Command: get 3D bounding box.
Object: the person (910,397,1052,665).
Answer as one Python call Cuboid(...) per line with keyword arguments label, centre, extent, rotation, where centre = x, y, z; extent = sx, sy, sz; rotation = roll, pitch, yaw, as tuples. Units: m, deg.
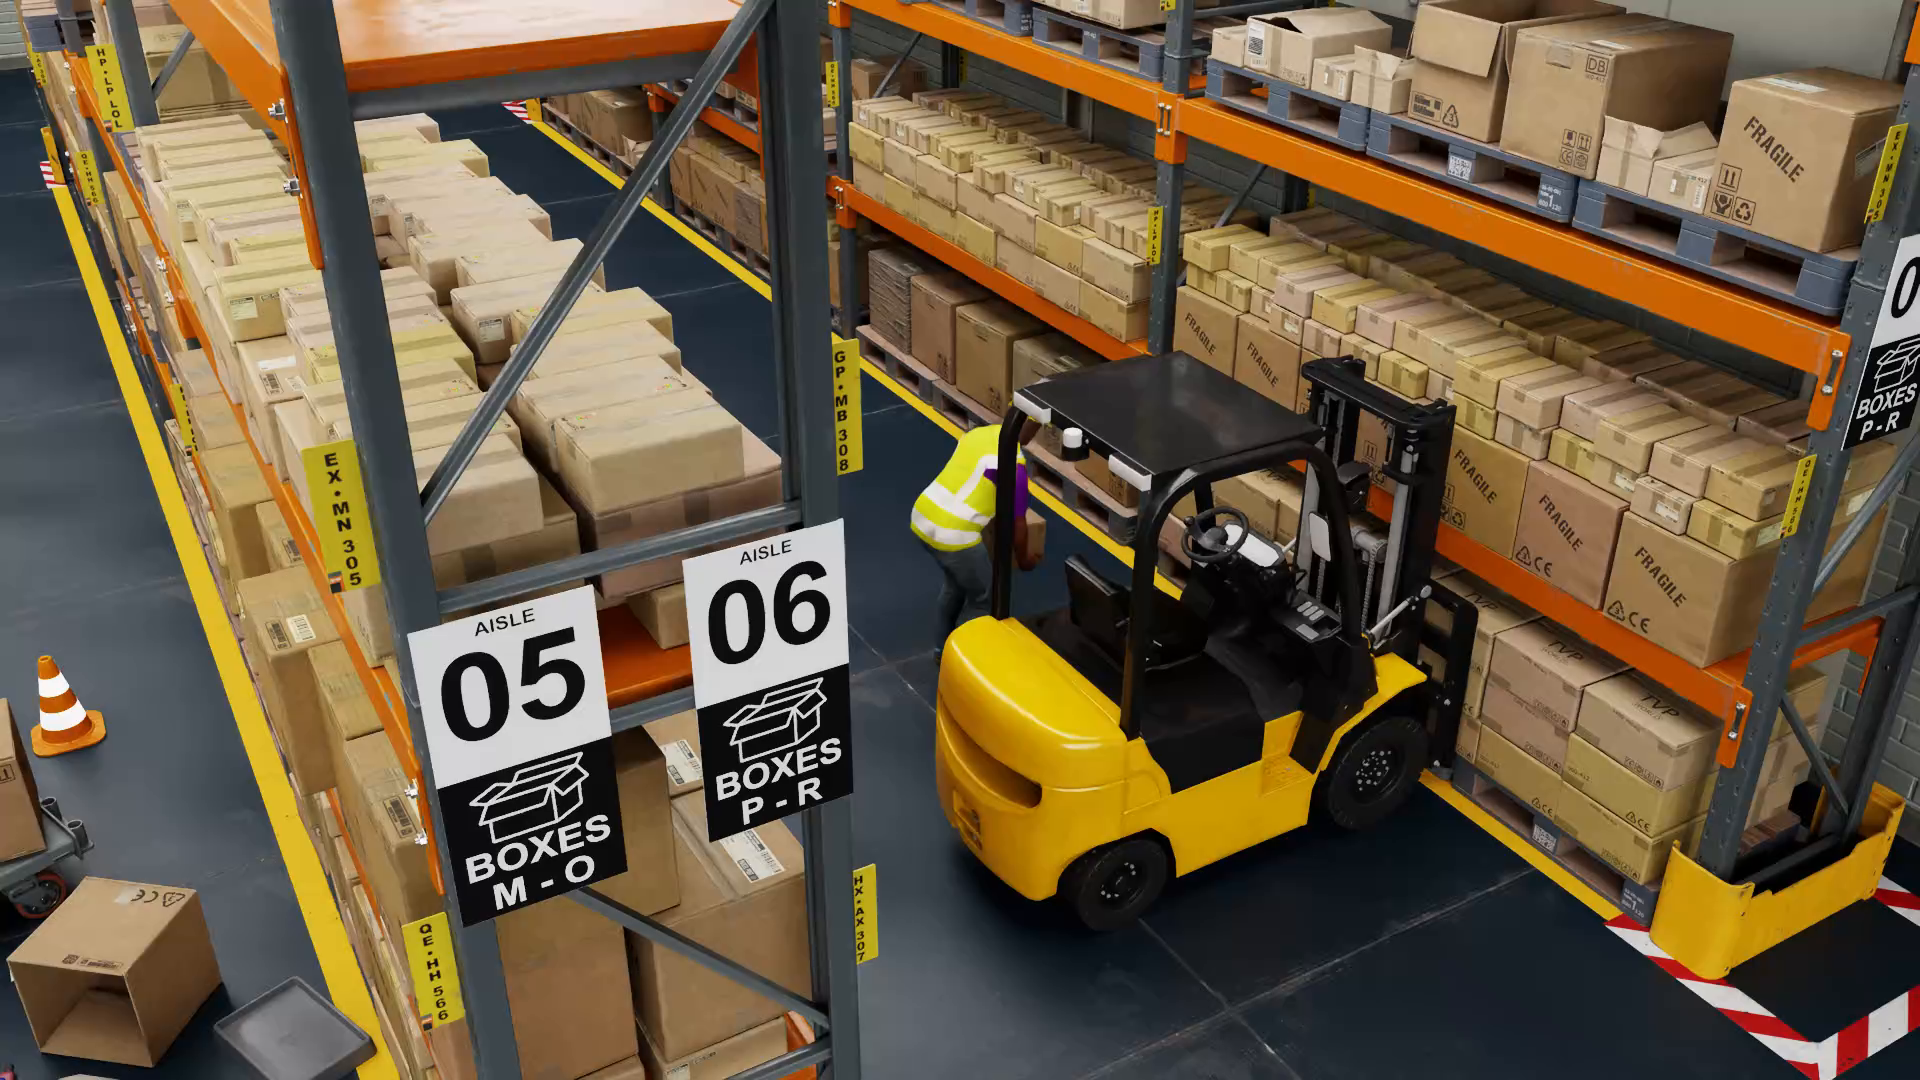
Cuboid(label="person", centre=(0.130, -0.024, 8.809), extent=(0.800, 1.545, 0.487), rotation=(-17, 33, -27))
